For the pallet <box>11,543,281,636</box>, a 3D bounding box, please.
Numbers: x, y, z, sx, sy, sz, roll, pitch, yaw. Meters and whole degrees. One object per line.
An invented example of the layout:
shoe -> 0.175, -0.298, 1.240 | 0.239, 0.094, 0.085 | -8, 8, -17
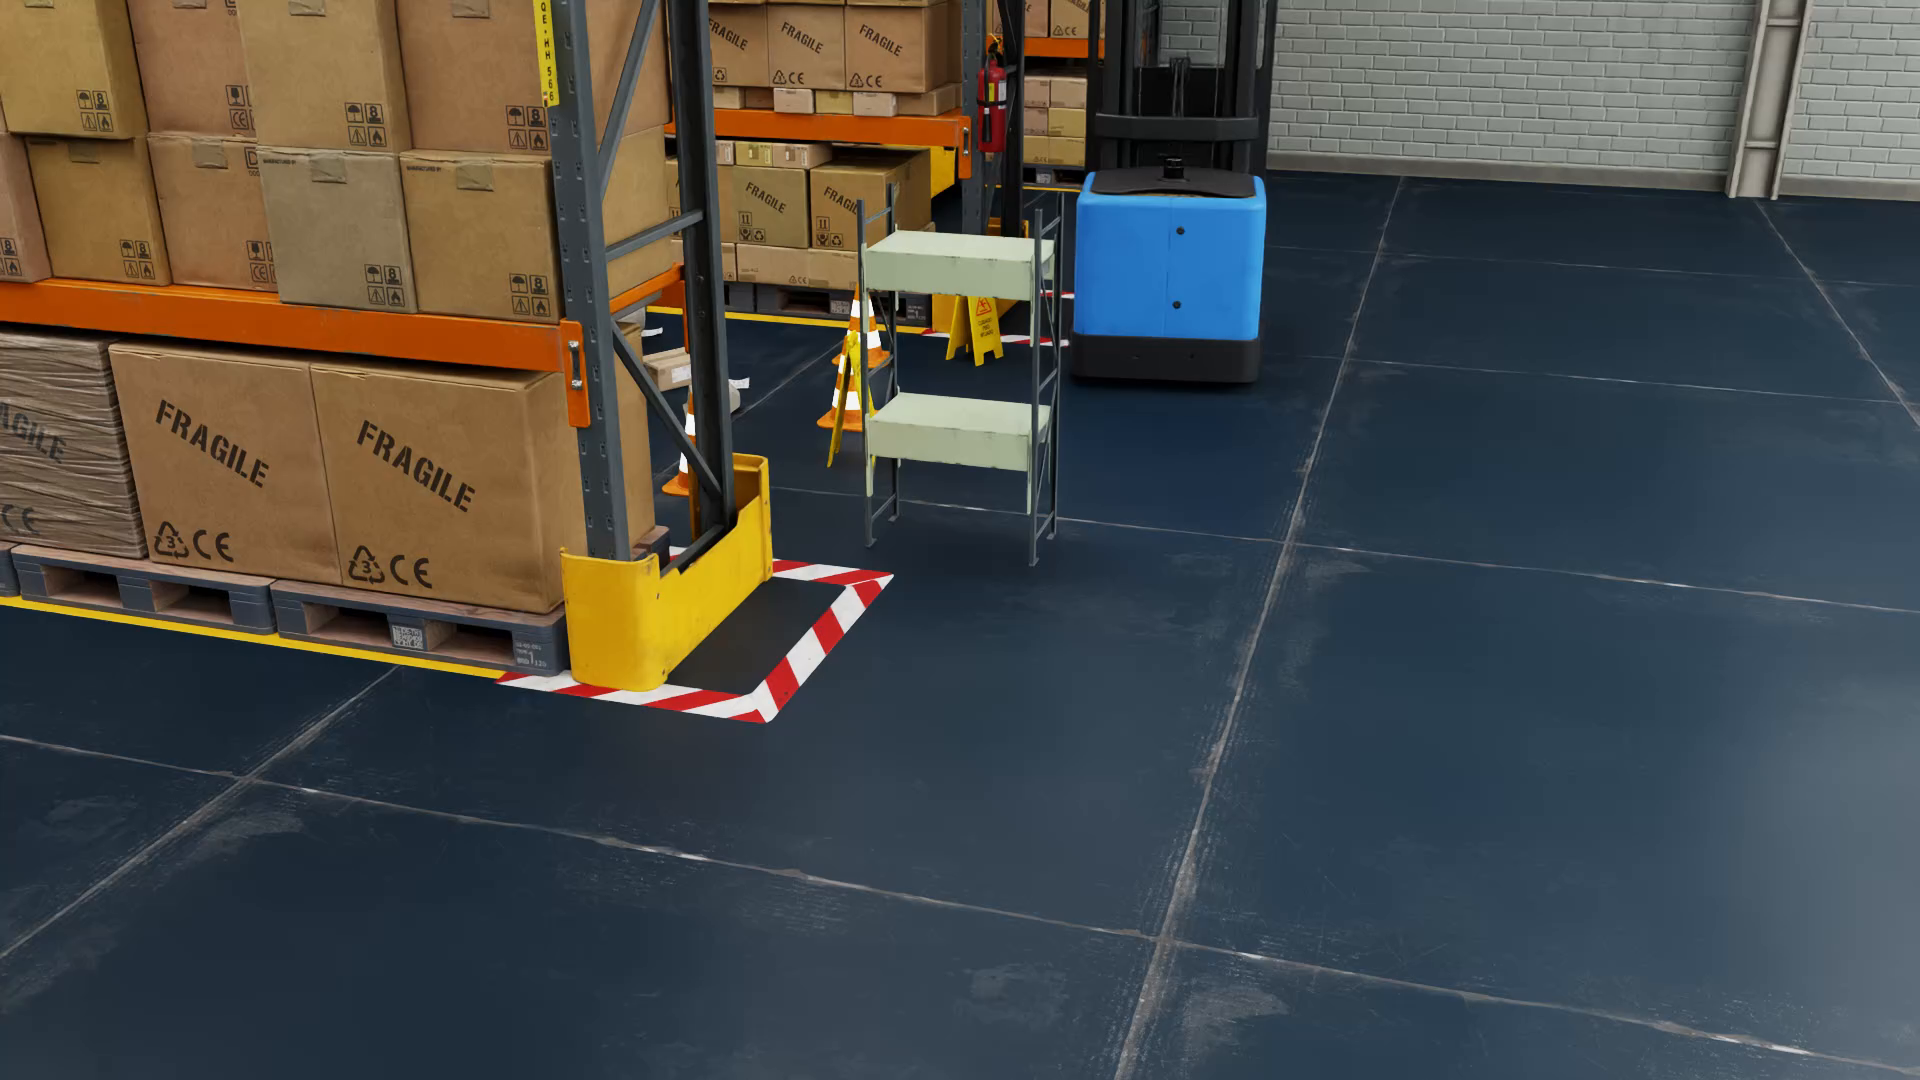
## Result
pallet -> -3.071, 0.025, 6.931 | 1.213, 0.211, 1.003 | 7, 23, 15

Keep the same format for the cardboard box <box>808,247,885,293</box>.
cardboard box -> -0.660, -1.797, 10.768 | 0.500, 0.250, 0.500 | 6, 23, 15

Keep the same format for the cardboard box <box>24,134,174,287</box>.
cardboard box -> -3.039, -1.368, 6.454 | 0.500, 0.550, 0.875 | 7, 23, 16

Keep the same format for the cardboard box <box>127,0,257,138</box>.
cardboard box -> -2.513, -1.833, 6.165 | 0.550, 0.550, 0.875 | 7, 23, 16

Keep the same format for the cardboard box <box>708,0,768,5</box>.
cardboard box -> -1.338, -3.581, 10.206 | 0.500, 0.500, 0.700 | 6, 23, 15

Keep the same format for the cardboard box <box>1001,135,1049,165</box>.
cardboard box -> 0.630, -3.602, 15.168 | 0.500, 0.250, 0.500 | 7, 23, 15

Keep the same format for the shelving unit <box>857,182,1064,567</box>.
shelving unit -> 0.006, -0.693, 6.984 | 0.755, 1.500, 0.431 | 7, 23, 16

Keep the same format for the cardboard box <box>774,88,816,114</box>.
cardboard box -> -0.974, -2.769, 10.399 | 0.250, 0.149, 0.380 | 7, 23, 16

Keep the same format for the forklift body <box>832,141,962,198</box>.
forklift body -> -0.698, -3.837, 13.791 | 1.214, 2.155, 2.313 | 7, 23, 16

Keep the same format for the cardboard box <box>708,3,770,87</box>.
cardboard box -> -1.341, -3.137, 10.442 | 0.500, 0.500, 0.500 | 6, 23, 15

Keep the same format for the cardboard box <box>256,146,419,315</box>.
cardboard box -> -2.020, -1.218, 6.088 | 0.550, 0.550, 0.875 | 7, 23, 16

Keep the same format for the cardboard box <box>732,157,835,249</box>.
cardboard box -> -1.128, -2.199, 10.761 | 0.500, 0.500, 0.500 | 7, 23, 17

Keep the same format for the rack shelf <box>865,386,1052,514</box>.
rack shelf -> 0.006, -0.392, 7.107 | 0.720, 0.370, 0.431 | 7, 23, 16

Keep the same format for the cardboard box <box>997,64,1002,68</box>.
cardboard box -> 0.284, -4.303, 15.561 | 0.500, 0.250, 0.500 | 6, 23, 15

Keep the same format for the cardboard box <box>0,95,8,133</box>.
cardboard box -> -3.567, -1.899, 6.326 | 0.550, 0.550, 0.875 | 7, 23, 16

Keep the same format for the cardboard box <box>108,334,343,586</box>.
cardboard box -> -2.630, -0.429, 6.609 | 0.875, 0.875, 0.875 | 6, 23, 15

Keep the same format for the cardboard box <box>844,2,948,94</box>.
cardboard box -> -0.385, -3.024, 10.167 | 0.500, 0.500, 0.500 | 6, 23, 15

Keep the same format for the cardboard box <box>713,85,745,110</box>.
cardboard box -> -1.450, -2.843, 10.579 | 0.250, 0.149, 0.380 | 6, 23, 15

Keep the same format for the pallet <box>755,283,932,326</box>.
pallet -> -0.626, -1.701, 11.139 | 1.213, 0.211, 1.003 | 7, 23, 16

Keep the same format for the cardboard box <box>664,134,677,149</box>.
cardboard box -> -1.995, -2.511, 11.520 | 0.500, 0.500, 0.500 | 8, 24, 18

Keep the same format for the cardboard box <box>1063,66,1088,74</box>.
cardboard box -> 1.239, -4.191, 15.287 | 0.500, 0.250, 0.500 | 6, 23, 15

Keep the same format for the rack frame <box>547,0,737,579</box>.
rack frame -> -1.119, -1.072, 5.930 | 0.127, 3.000, 1.000 | 7, 23, 16

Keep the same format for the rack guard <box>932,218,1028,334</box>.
rack guard -> 0.142, -1.733, 10.836 | 0.348, 0.500, 1.175 | 7, 23, 16

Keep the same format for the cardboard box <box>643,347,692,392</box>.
cardboard box -> -1.623, -0.972, 9.443 | 0.380, 0.149, 0.250 | -20, 29, -39

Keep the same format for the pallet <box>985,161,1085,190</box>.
pallet -> 0.901, -3.464, 15.435 | 1.213, 0.211, 1.003 | 7, 23, 16

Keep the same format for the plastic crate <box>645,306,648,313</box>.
plastic crate -> -2.349, -1.499, 10.819 | 0.583, 0.080, 0.402 | -1, 22, -3

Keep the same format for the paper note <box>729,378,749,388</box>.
paper note -> -1.265, -0.888, 9.394 | 0.142, 0.019, 0.148 | -1, 22, -3

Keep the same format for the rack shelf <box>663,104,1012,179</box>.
rack shelf -> -1.700, -2.768, 11.012 | 4.000, 0.370, 1.077 | 7, 23, 16

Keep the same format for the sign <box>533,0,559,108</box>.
sign -> -1.289, -1.521, 5.188 | 0.005, 0.325, 0.100 | 7, 23, 16

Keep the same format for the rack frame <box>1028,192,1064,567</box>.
rack frame -> 0.357, -0.653, 6.886 | 0.023, 1.500, 0.400 | 7, 23, 16

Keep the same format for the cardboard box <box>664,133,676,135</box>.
cardboard box -> -2.687, -4.272, 16.308 | 0.625, 0.625, 0.875 | 8, 24, 18

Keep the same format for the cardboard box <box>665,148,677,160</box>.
cardboard box -> -2.116, -2.314, 11.041 | 0.500, 0.500, 0.500 | 8, 24, 18

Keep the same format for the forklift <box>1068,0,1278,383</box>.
forklift -> 1.331, -2.749, 10.109 | 1.130, 2.935, 3.031 | 3, 22, 7

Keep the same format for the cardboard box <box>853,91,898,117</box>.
cardboard box -> -0.480, -2.716, 10.269 | 0.250, 0.149, 0.380 | 6, 23, 15

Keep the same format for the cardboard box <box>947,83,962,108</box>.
cardboard box -> -0.051, -2.877, 10.663 | 0.250, 0.149, 0.380 | 7, 23, 16

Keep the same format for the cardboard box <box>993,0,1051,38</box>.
cardboard box -> 0.604, -4.750, 14.766 | 0.500, 0.500, 0.500 | 7, 23, 17

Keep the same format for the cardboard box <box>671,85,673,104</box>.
cardboard box -> -1.935, -2.891, 10.697 | 0.250, 0.149, 0.380 | 6, 23, 15

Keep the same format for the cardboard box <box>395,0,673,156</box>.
cardboard box -> -1.463, -1.695, 5.830 | 0.550, 0.550, 0.875 | 7, 23, 16

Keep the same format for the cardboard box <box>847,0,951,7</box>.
cardboard box -> -0.338, -3.504, 10.019 | 0.500, 0.500, 0.700 | 6, 23, 14

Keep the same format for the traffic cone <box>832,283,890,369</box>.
traffic cone -> -0.570, -1.286, 9.795 | 0.334, 0.463, 0.336 | 7, 23, 16

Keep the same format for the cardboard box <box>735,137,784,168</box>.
cardboard box -> -1.238, -2.488, 10.610 | 0.250, 0.149, 0.380 | 7, 23, 16

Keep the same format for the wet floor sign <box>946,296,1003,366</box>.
wet floor sign -> 0.087, -1.382, 9.790 | 0.232, 0.644, 0.267 | 16, 27, 34

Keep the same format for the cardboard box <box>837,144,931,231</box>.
cardboard box -> -0.501, -2.342, 11.108 | 0.500, 0.500, 0.500 | 6, 23, 14

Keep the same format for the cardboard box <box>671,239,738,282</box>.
cardboard box -> -1.633, -1.909, 11.042 | 0.500, 0.250, 0.500 | 6, 23, 14

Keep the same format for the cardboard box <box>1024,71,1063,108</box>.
cardboard box -> 0.623, -4.061, 14.969 | 0.500, 0.250, 0.500 | 7, 23, 16

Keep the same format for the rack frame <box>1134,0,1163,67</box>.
rack frame -> 1.645, -4.685, 14.739 | 0.127, 3.000, 1.000 | 7, 23, 16

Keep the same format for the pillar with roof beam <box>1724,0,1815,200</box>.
pillar with roof beam -> 5.739, -5.643, 9.168 | 0.400, 9.000, 9.100 | 7, 23, 16

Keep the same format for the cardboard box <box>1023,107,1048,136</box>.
cardboard box -> 0.611, -3.837, 15.083 | 0.500, 0.250, 0.500 | 6, 23, 15
